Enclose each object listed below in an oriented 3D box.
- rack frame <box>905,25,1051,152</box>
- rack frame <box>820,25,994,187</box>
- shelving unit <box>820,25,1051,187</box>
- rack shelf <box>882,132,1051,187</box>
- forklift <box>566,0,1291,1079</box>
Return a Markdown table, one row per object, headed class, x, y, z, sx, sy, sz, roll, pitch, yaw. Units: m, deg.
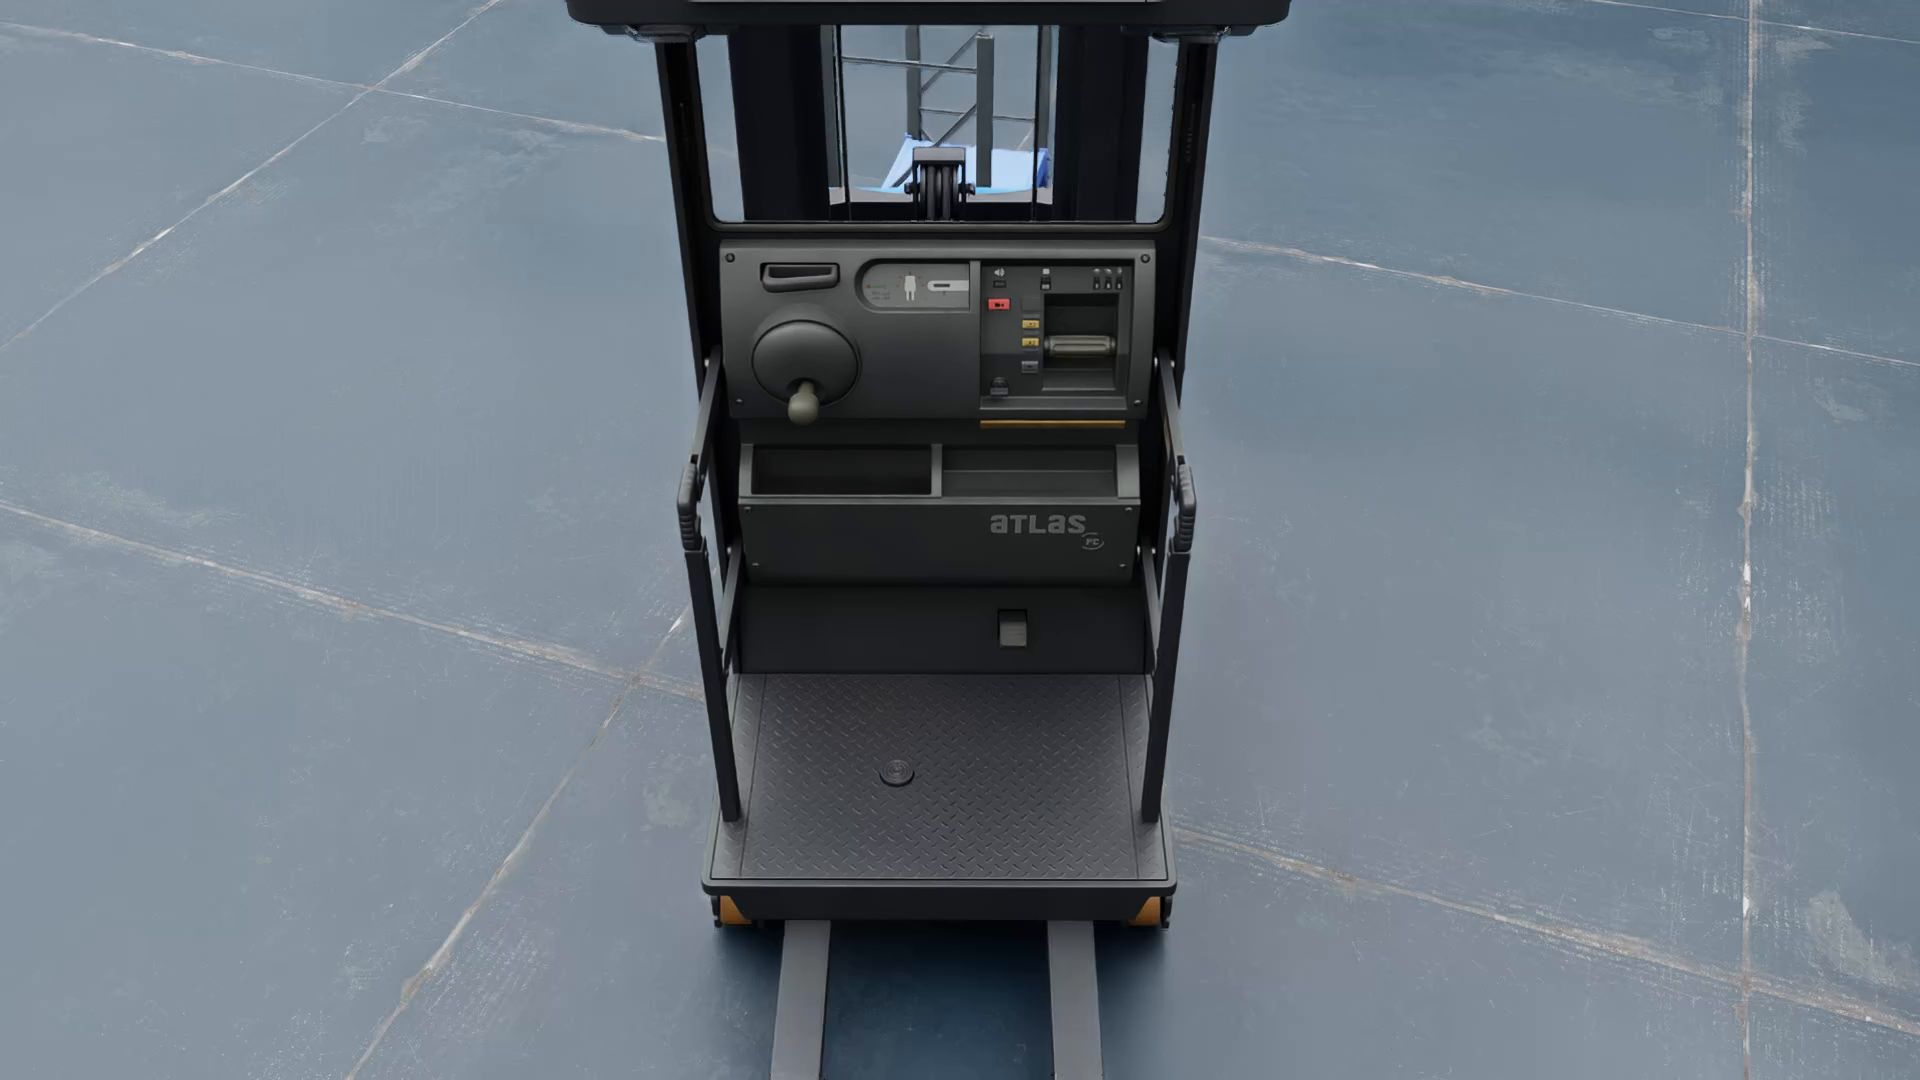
| class | x | y | z | sx | sy | sz | roll | pitch | yaw |
| --- | --- | --- | --- | --- | --- | --- | --- | --- | --- |
| rack frame | 0.060 | -1.494 | 5.845 | 0.500 | 1.500 | 0.032 | 8 | 41 | 9 |
| rack frame | -0.153 | -0.848 | 5.089 | 0.500 | 1.500 | 0.032 | 8 | 41 | 9 |
| shelving unit | -0.047 | -1.171 | 5.467 | 0.538 | 1.500 | 1.048 | 8 | 41 | 9 |
| rack shelf | -0.047 | -1.034 | 5.584 | 0.538 | 0.185 | 1.000 | 8 | 41 | 9 |
| forklift | -0.046 | -0.365 | 3.420 | 1.130 | 2.935 | 3.031 | 0 | 40 | 0 |
